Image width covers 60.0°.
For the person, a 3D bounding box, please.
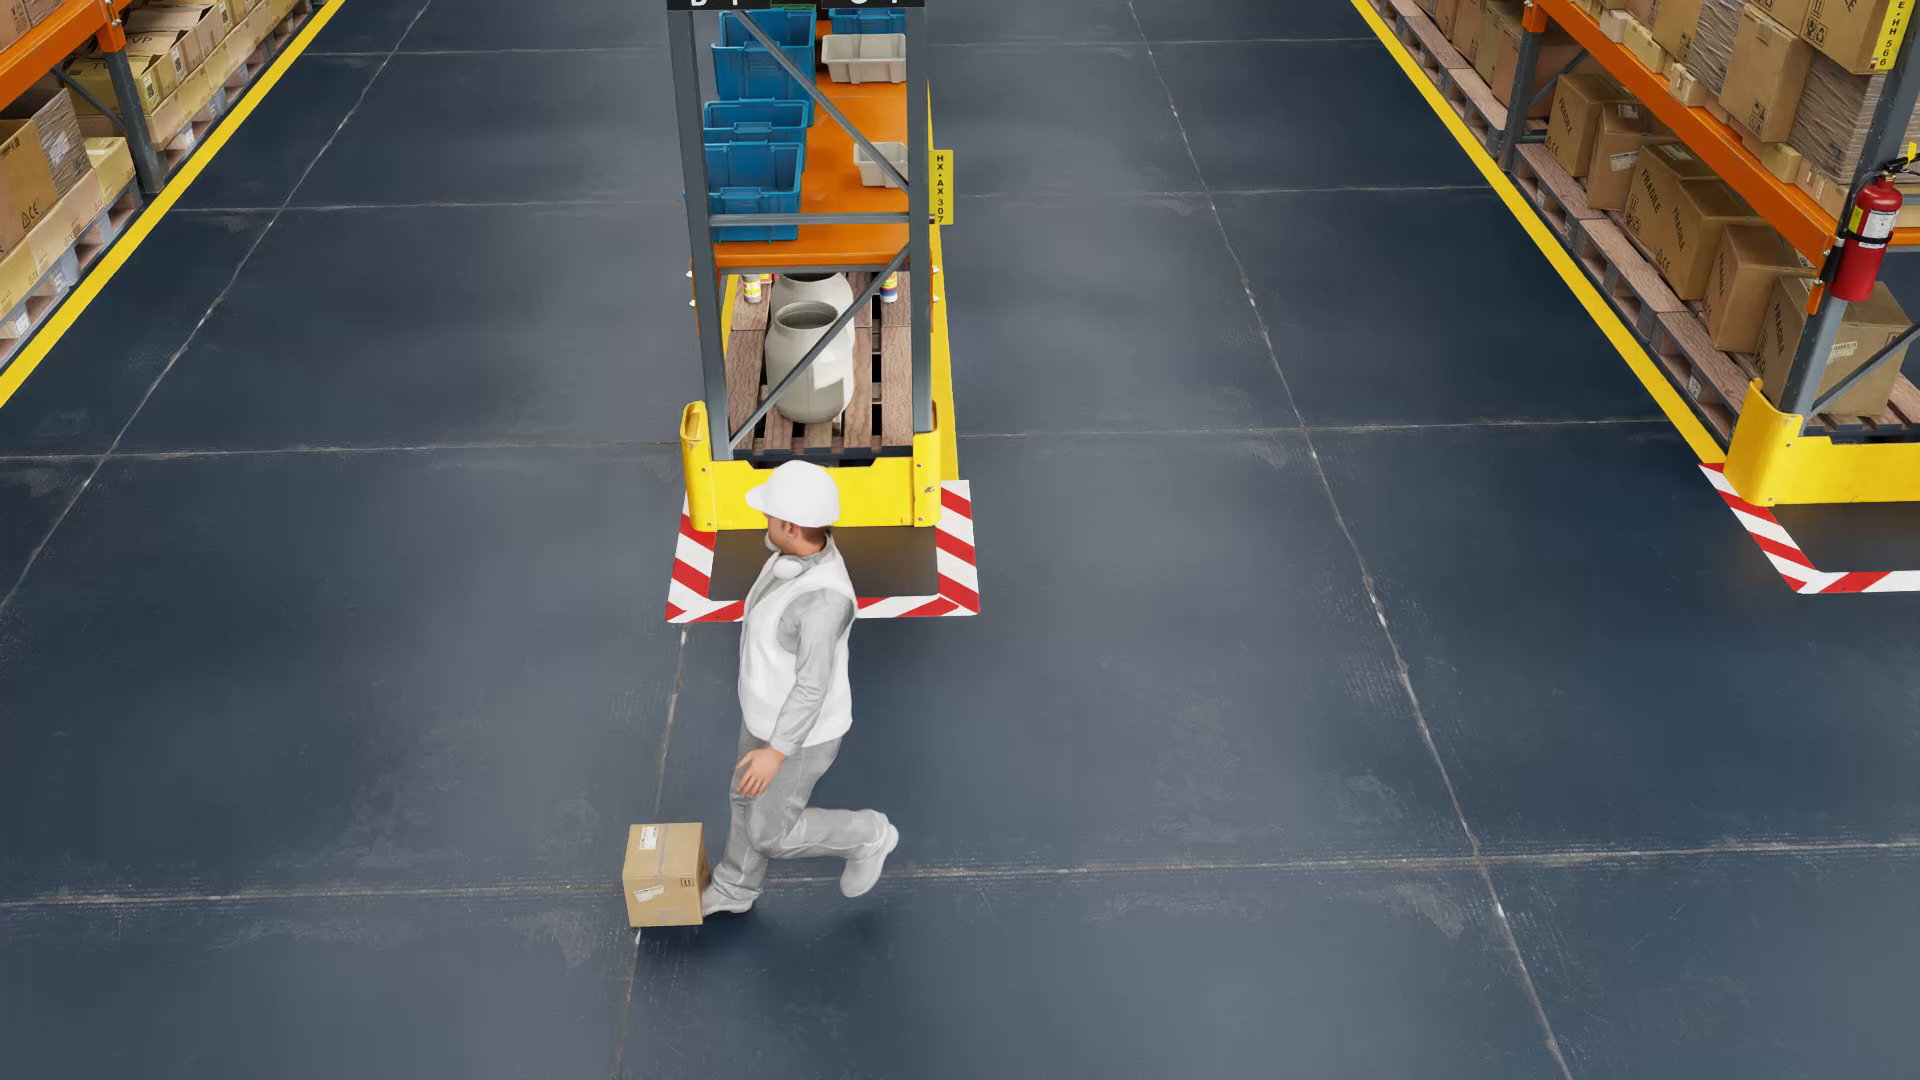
[{"bbox_3d":[-0.617,0.551,5.358,0.809,1.739,0.604,-8,36,-12],"label":"person"}]
